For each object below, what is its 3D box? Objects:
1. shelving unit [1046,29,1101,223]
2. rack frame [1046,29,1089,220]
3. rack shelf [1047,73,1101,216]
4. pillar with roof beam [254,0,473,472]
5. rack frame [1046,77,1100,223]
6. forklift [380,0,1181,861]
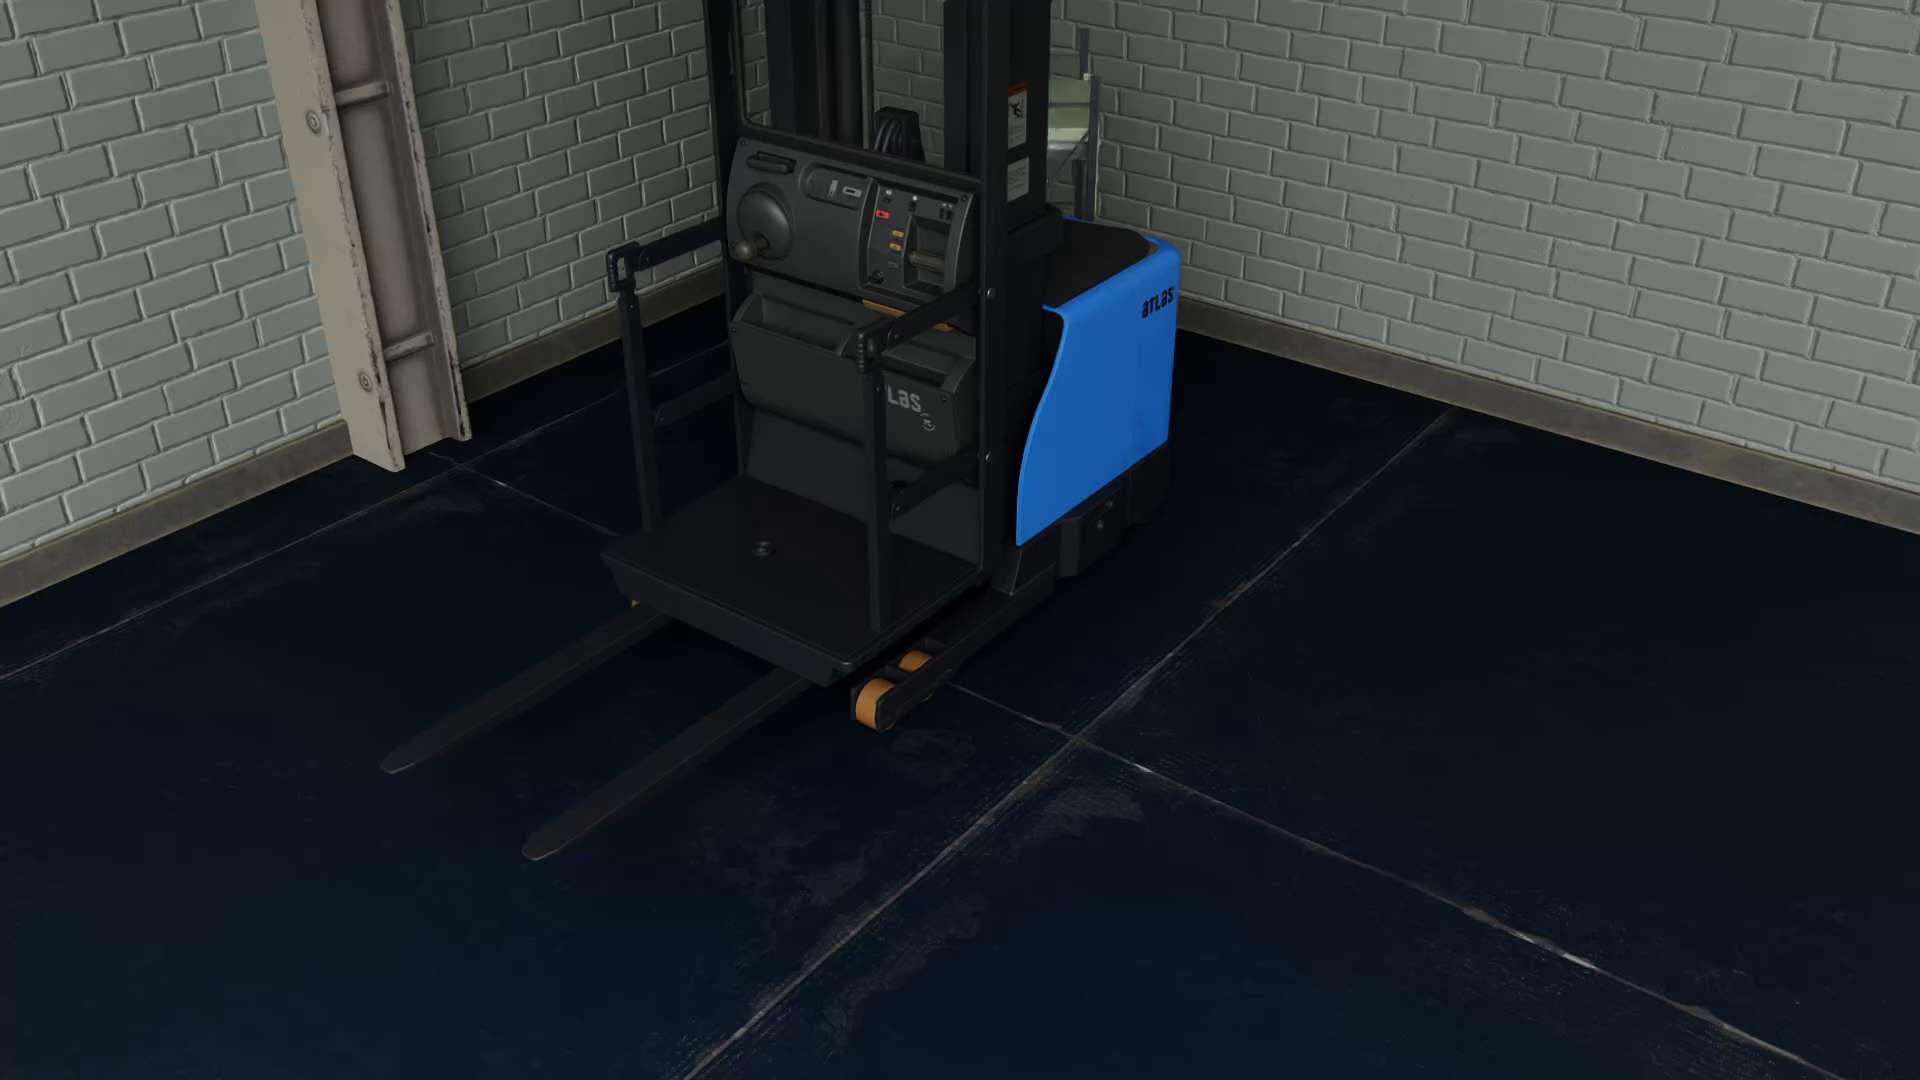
[{"bbox_3d":[0.329,-1.276,6.931,0.431,1.500,0.755,0,31,0],"label":"shelving unit"},{"bbox_3d":[0.333,-1.462,7.246,0.400,1.500,0.023,0,31,0],"label":"rack frame"},{"bbox_3d":[0.329,-1.611,6.732,0.431,0.370,0.720,0,31,0],"label":"rack shelf"},{"bbox_3d":[1.149,-2.946,2.394,9.100,9.000,0.400,21,37,31],"label":"pillar with roof beam"},{"bbox_3d":[0.325,-1.089,6.616,0.400,1.500,0.023,0,31,0],"label":"rack frame"},{"bbox_3d":[-0.480,-0.943,4.966,1.130,2.935,3.031,21,37,31],"label":"forklift"}]
